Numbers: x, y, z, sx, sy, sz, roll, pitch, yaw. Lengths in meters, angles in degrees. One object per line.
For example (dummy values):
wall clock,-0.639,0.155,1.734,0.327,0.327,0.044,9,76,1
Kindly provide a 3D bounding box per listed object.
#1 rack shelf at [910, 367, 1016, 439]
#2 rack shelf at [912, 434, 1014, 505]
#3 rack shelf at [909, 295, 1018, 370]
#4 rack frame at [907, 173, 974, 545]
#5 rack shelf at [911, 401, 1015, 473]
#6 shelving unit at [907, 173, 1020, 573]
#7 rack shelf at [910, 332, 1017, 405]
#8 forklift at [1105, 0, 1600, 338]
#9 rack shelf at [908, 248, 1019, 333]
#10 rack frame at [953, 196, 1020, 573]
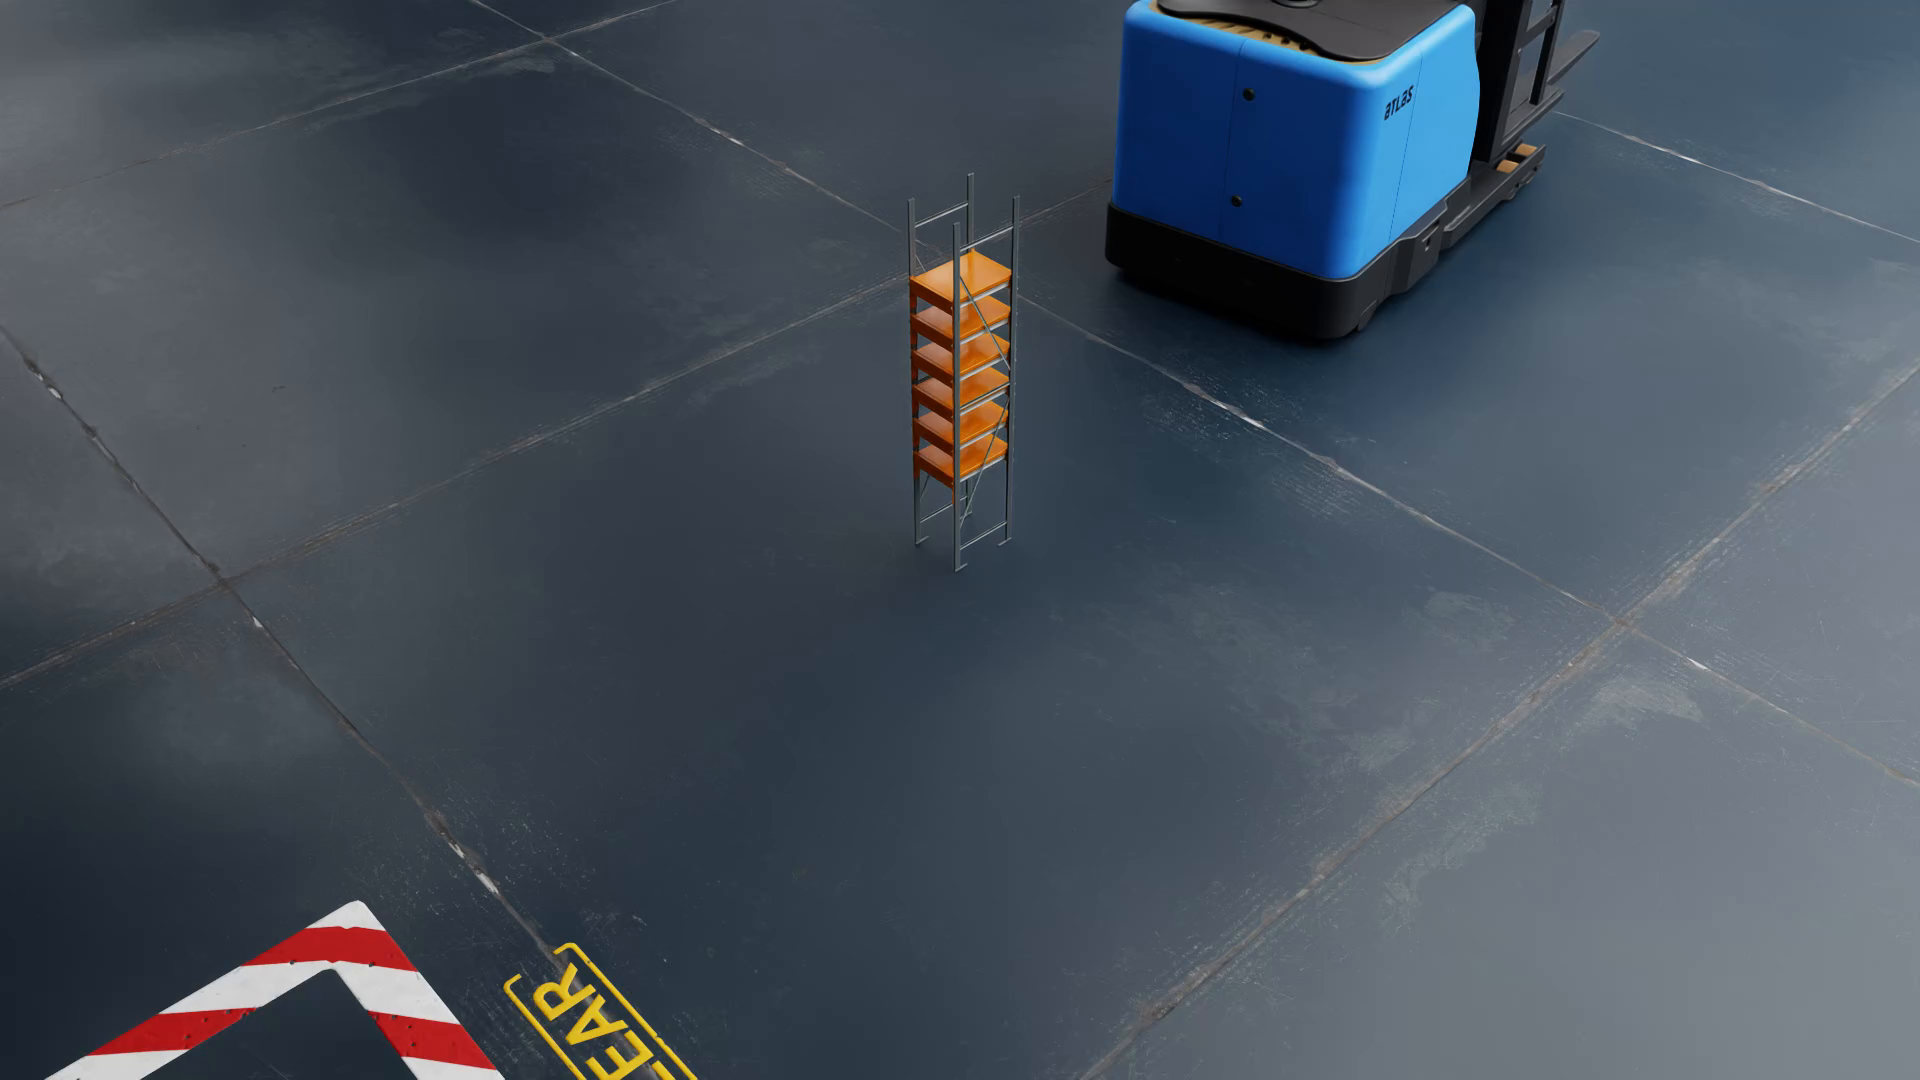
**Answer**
rack shelf,0.010,-0.426,4.914,0.258,0.103,0.180,-30,48,-32
rack shelf,0.010,-0.239,5.064,0.258,0.103,0.180,-30,48,-32
rack shelf,0.010,-0.612,4.763,0.258,0.103,0.180,-30,48,-32
rack frame,-0.052,-0.502,4.938,0.240,1.200,0.006,-30,48,-32
rack shelf,0.010,-0.332,4.989,0.258,0.103,0.180,-30,48,-32
shelving unit,0.010,-0.460,4.886,0.258,1.200,0.189,-30,48,-32
rack shelf,0.010,-0.519,4.838,0.258,0.103,0.180,-30,48,-32
forklift,1.860,-2.748,6.341,1.130,2.935,3.031,25,45,28
rack shelf,0.010,-0.706,4.687,0.258,0.103,0.180,-30,48,-32
rack frame,0.072,-0.418,4.833,0.240,1.200,0.006,-30,48,-32
